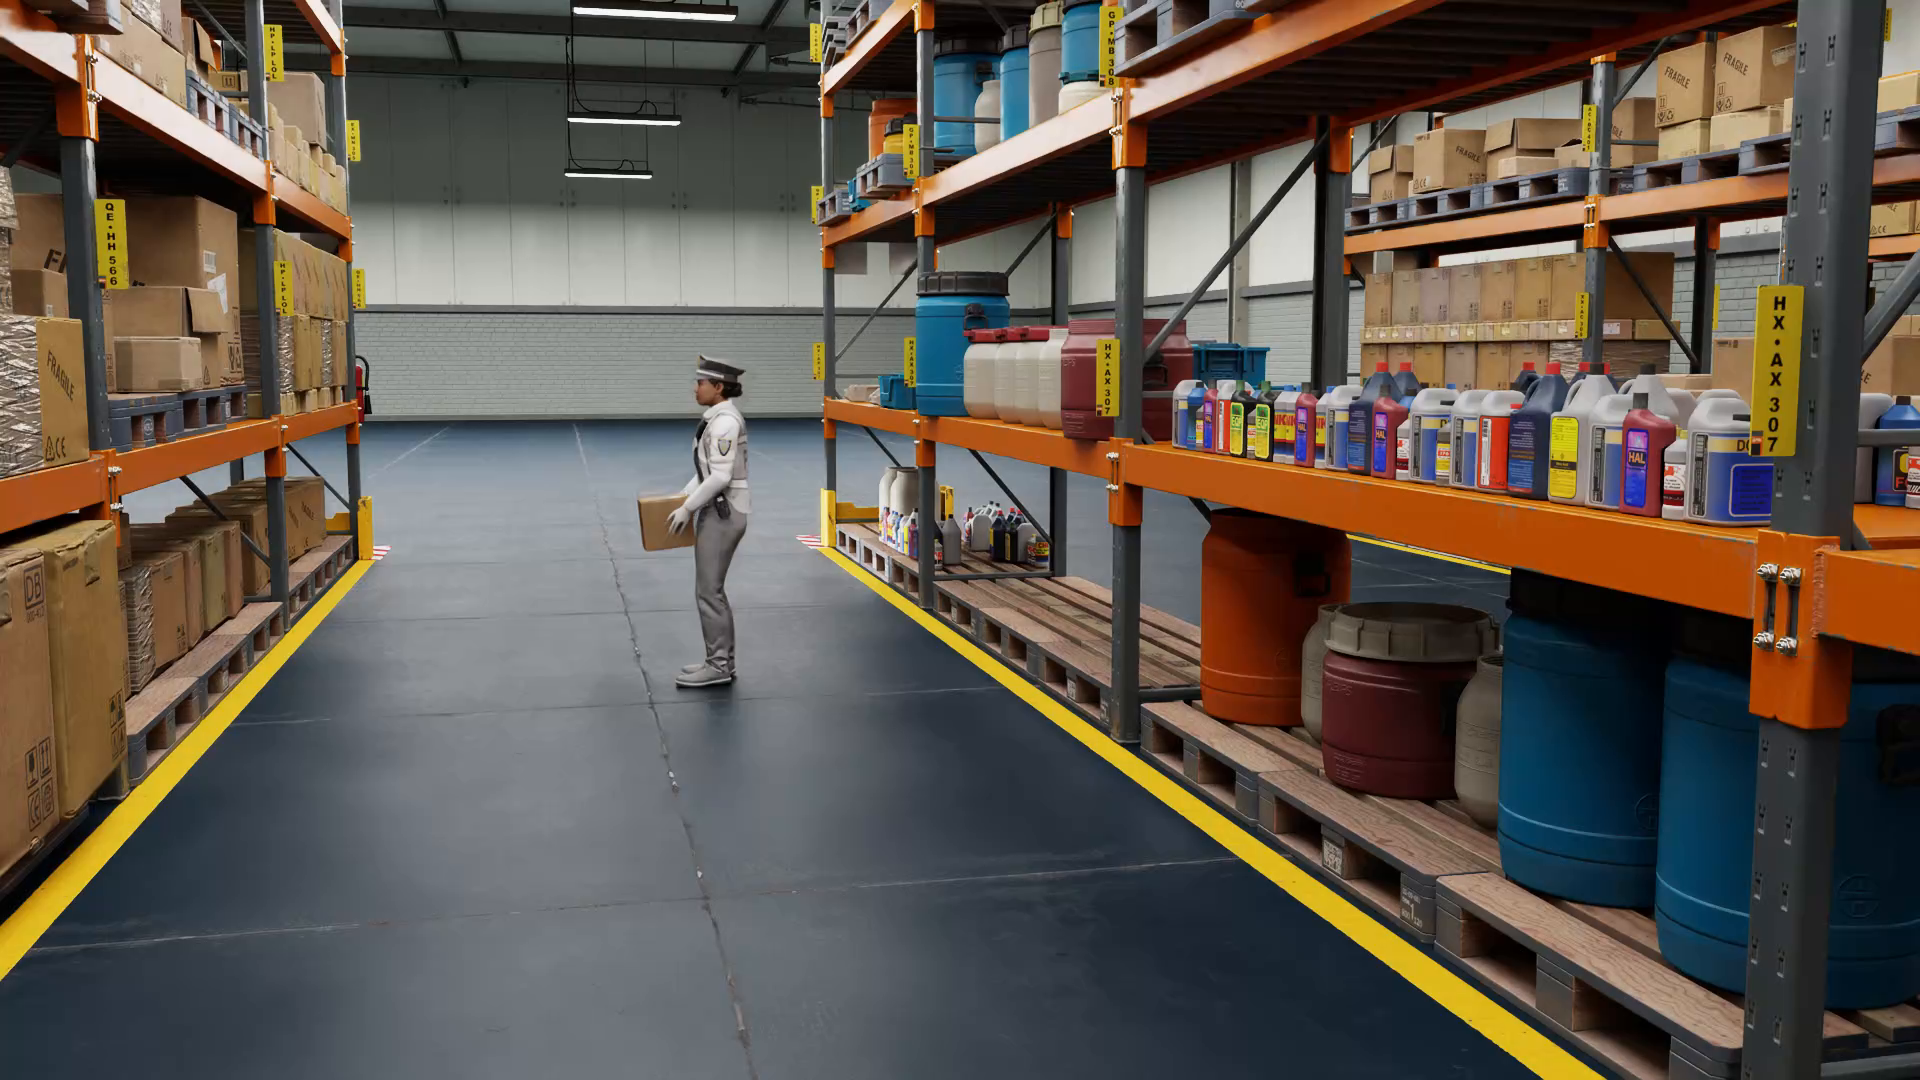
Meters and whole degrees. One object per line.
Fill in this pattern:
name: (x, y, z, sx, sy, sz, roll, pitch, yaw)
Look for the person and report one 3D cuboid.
person: (-1.274, -0.093, 8.515, 0.403, 1.663, 0.528, -2, 6, -14)
